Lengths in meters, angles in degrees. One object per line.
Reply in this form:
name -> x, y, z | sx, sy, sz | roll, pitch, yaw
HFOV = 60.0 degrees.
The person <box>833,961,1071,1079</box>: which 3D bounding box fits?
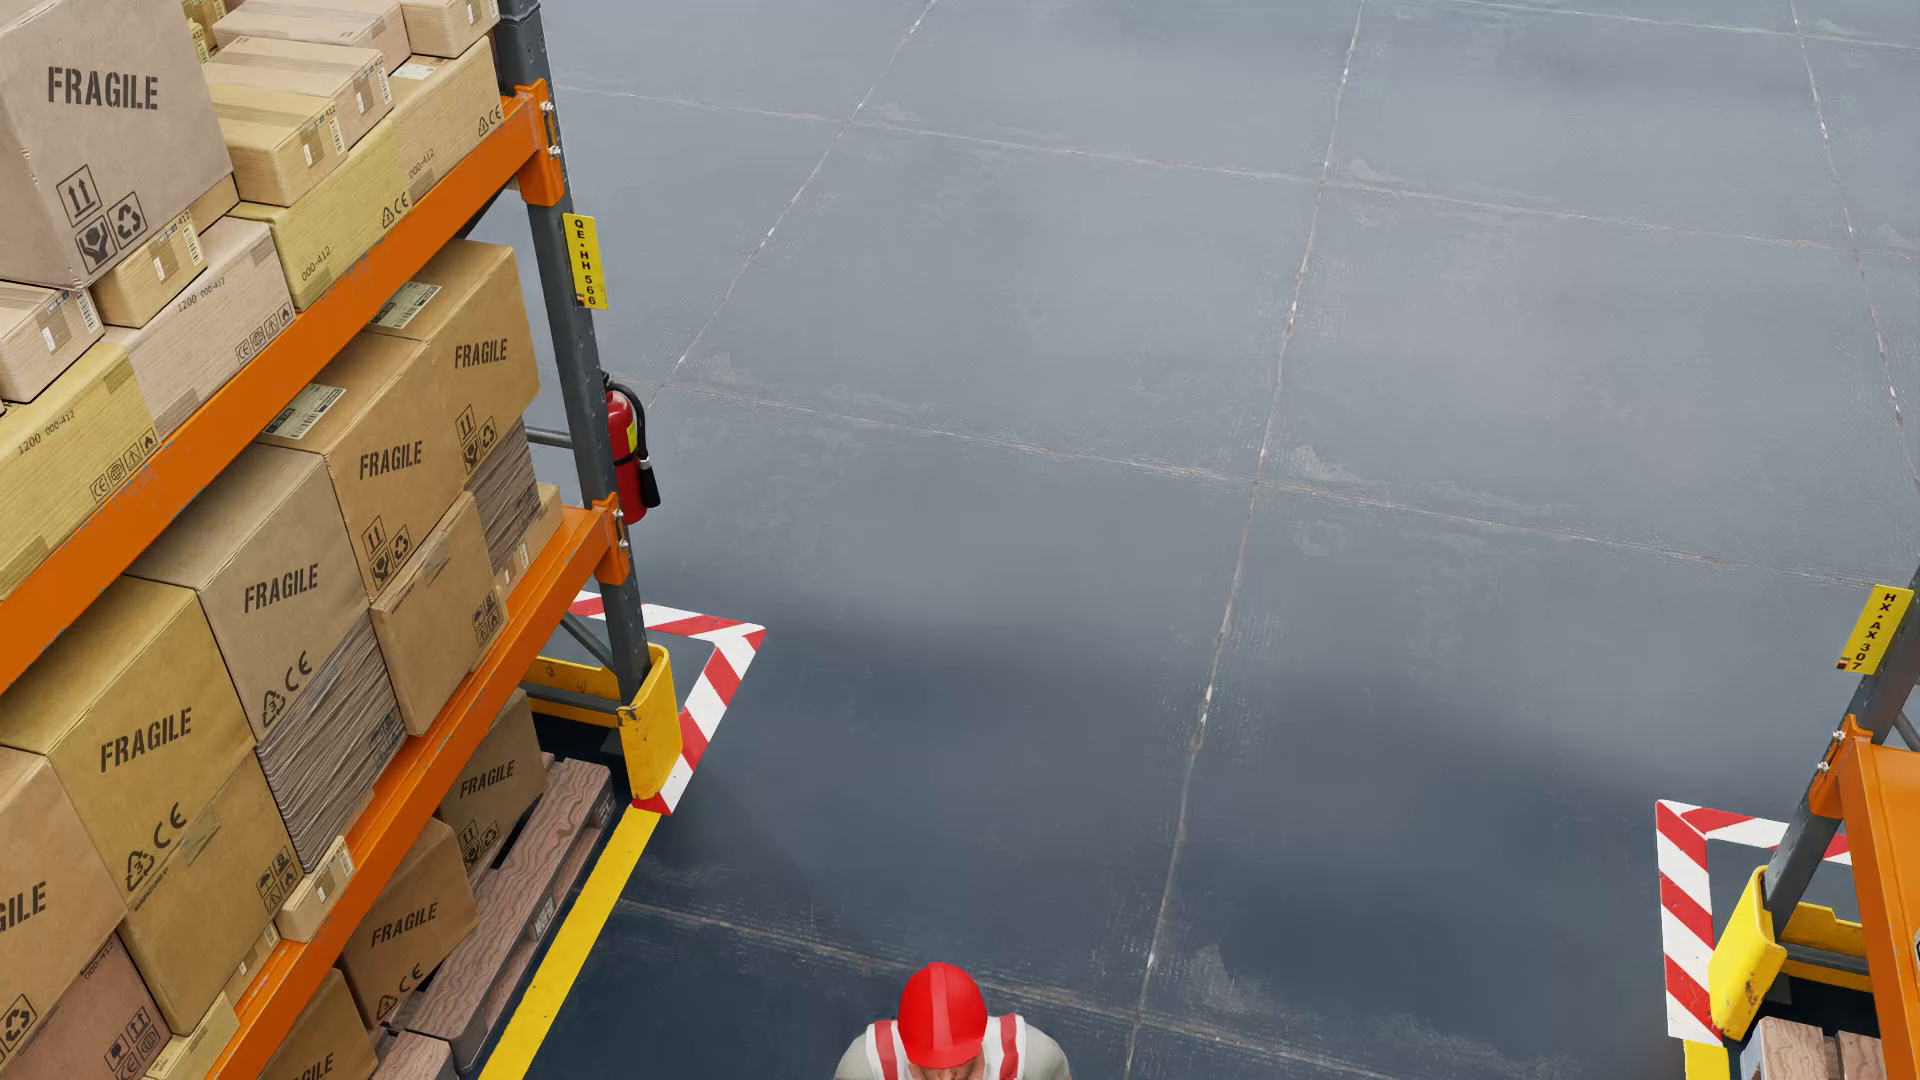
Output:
person -> -0.006, 1.647, 4.248 | 0.652, 1.833, 0.601 | 2, 41, 2
